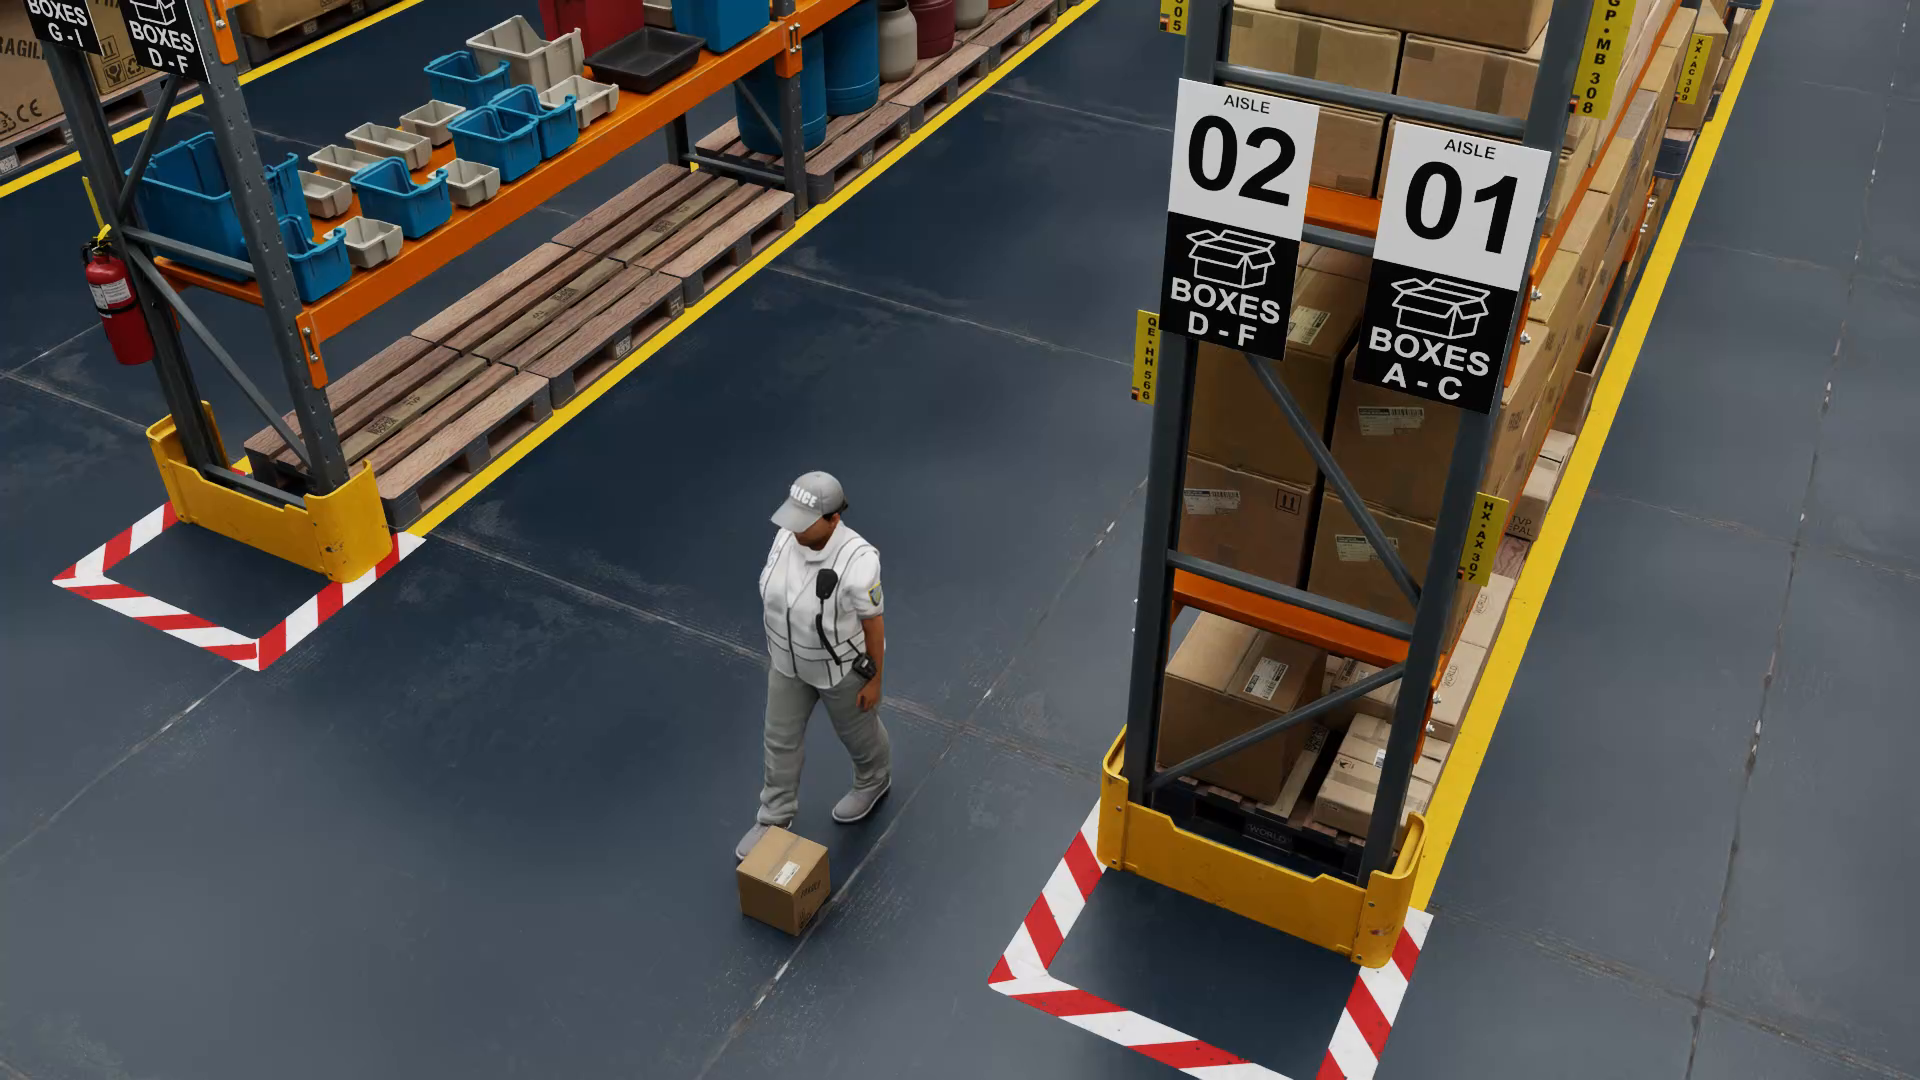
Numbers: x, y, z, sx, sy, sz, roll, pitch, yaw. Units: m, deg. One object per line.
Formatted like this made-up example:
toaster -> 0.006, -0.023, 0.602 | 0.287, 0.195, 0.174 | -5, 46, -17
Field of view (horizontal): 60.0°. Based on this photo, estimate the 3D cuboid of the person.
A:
person -> -0.556, 0.494, 6.114 | 0.487, 1.651, 0.697 | 22, 43, 25
